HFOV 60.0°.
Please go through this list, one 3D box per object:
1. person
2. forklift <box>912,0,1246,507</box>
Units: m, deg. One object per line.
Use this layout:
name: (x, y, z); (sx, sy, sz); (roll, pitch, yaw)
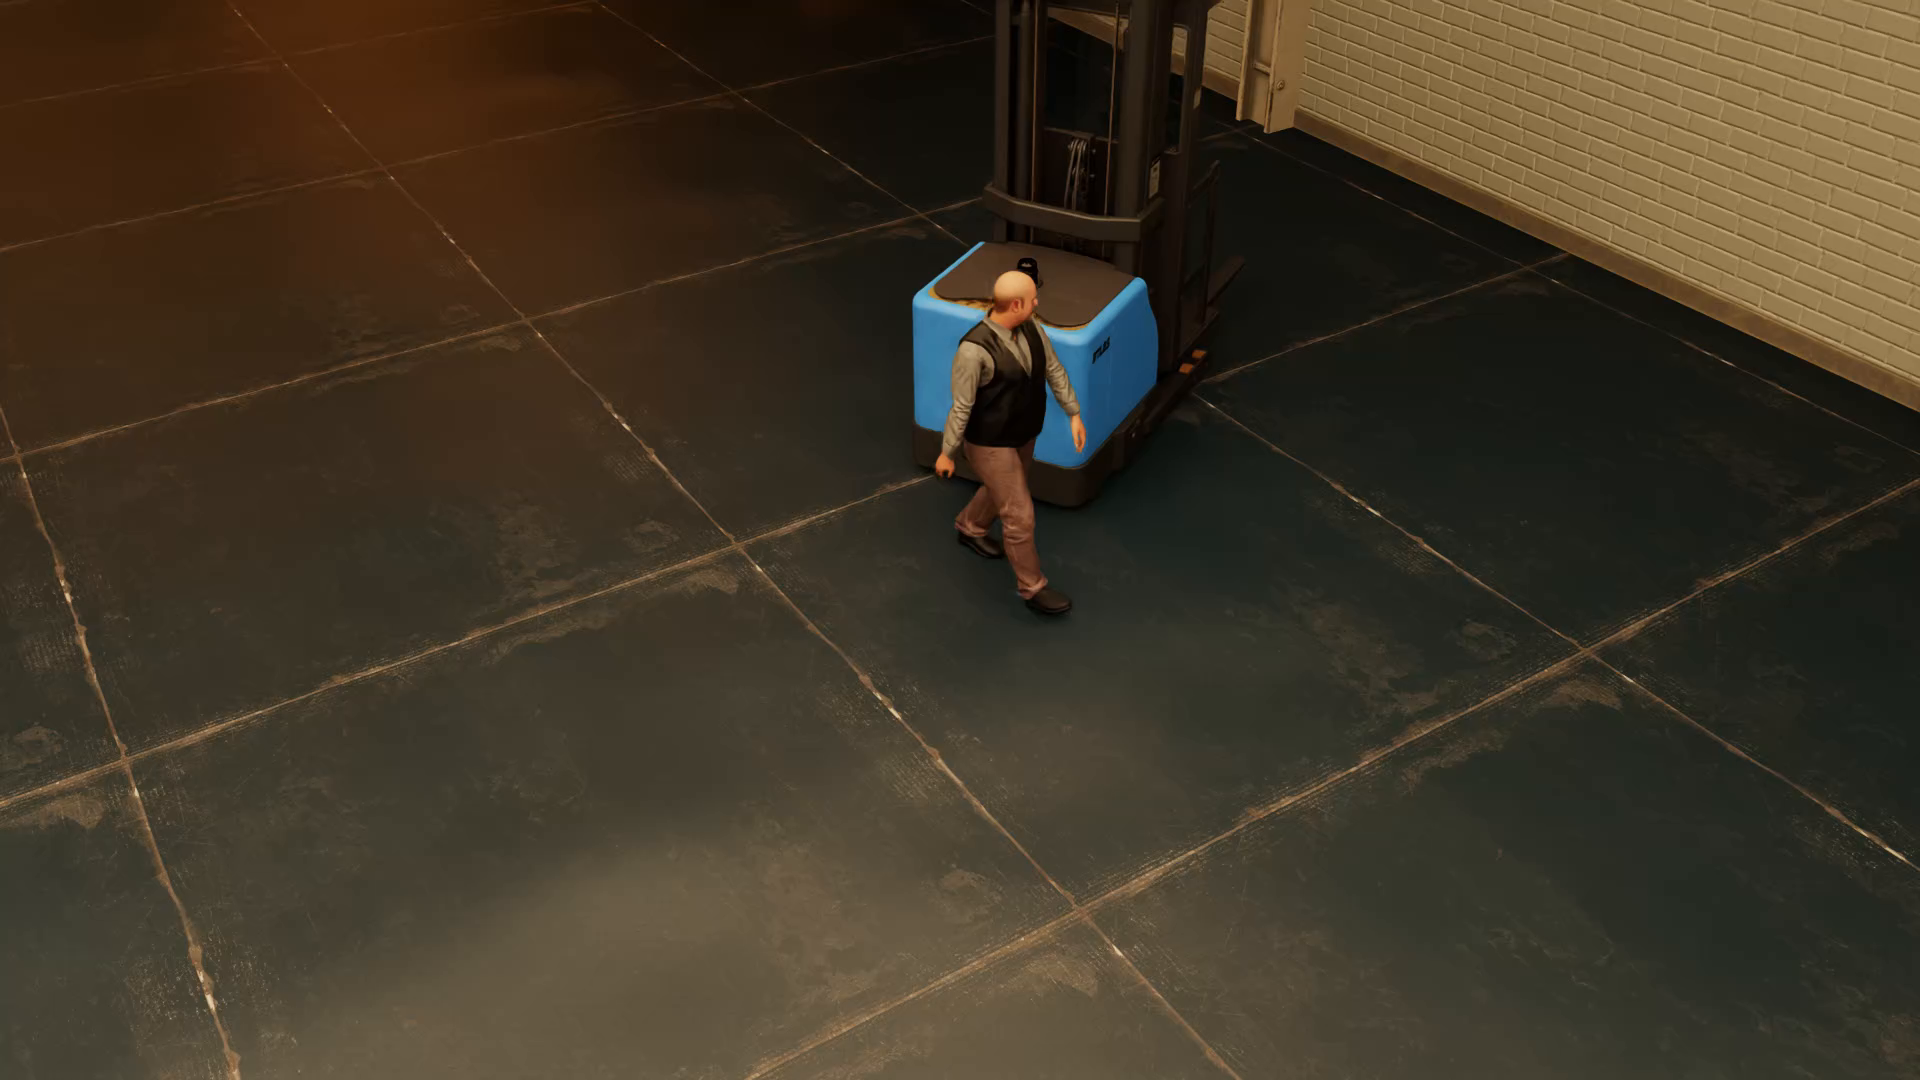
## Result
person: (0.246, -0.465, 7.929); (0.892, 1.674, 0.667); (23, 41, 29)
forklift: (0.876, -2.204, 9.284); (1.130, 2.935, 3.031); (17, 39, 23)
